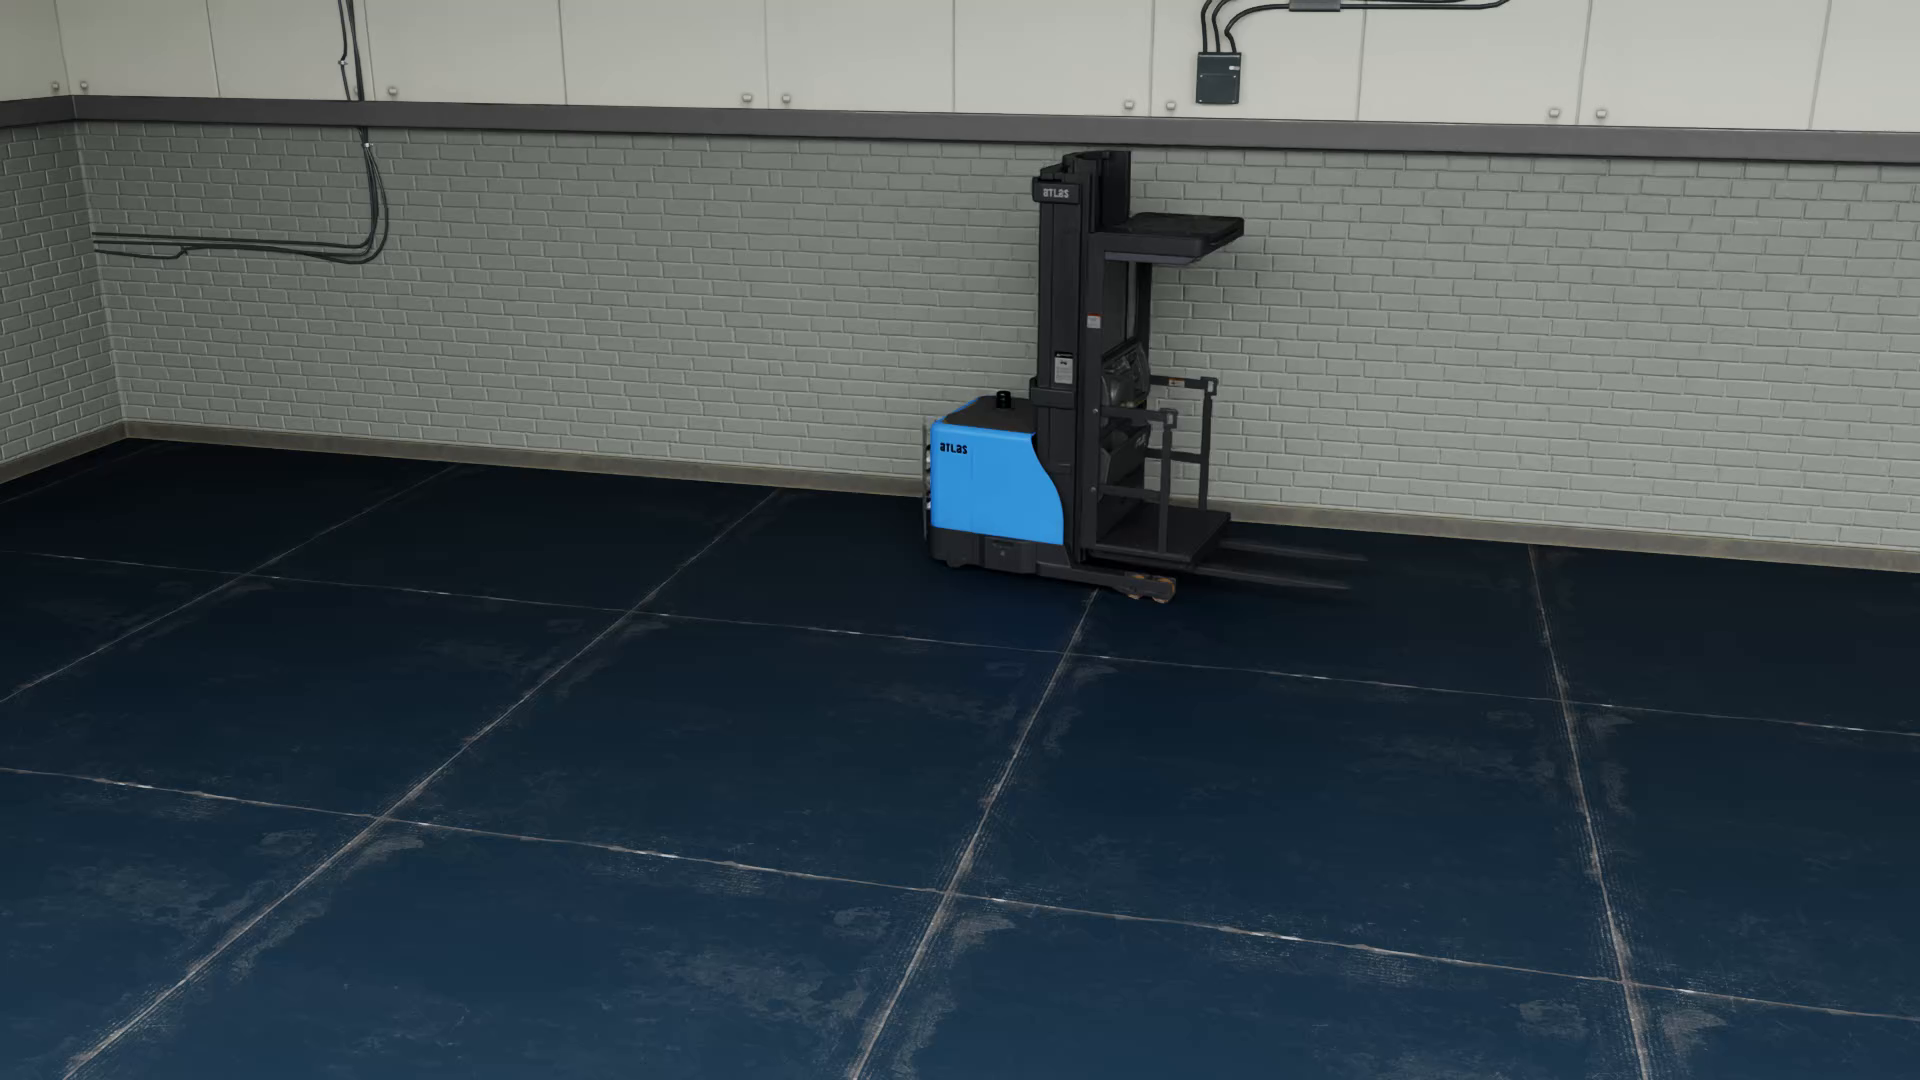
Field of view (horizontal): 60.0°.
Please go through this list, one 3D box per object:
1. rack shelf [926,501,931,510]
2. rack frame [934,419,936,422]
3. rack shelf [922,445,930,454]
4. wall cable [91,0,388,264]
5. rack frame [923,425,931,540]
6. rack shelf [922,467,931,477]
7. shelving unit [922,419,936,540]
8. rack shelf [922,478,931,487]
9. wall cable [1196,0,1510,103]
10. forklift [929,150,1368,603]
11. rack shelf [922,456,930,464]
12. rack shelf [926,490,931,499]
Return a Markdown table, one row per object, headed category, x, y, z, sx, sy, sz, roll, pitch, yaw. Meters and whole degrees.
| category | x | y | z | sx | sy | sz | roll | pitch | yaw |
| --- | --- | --- | --- | --- | --- | --- | --- | --- | --- |
| rack shelf | -0.127 | -0.243 | 12.667 | 0.258 | 0.077 | 0.200 | 8 | 20 | 21 |
| rack frame | -0.088 | -0.475 | 12.687 | 0.240 | 0.900 | 0.006 | 8 | 20 | 21 |
| rack shelf | -0.127 | -0.669 | 12.521 | 0.258 | 0.077 | 0.200 | 8 | 20 | 21 |
| wall cable | -6.359 | -3.622 | 14.174 | 3.097 | 2.526 | 0.112 | 5 | 19 | 13 |
| rack frame | -0.166 | -0.414 | 12.509 | 0.240 | 0.900 | 0.006 | 8 | 20 | 21 |
| rack shelf | -0.127 | -0.498 | 12.579 | 0.258 | 0.077 | 0.200 | 8 | 20 | 21 |
| shelving unit | -0.127 | -0.445 | 12.598 | 0.258 | 0.900 | 0.210 | 8 | 20 | 21 |
| rack shelf | -0.127 | -0.413 | 12.609 | 0.258 | 0.077 | 0.200 | 8 | 20 | 21 |
| wall cable | 2.843 | -5.946 | 10.913 | 2.305 | 6.003 | 0.169 | 5 | 19 | 13 |
| forklift | 1.337 | -1.150 | 11.520 | 3.031 | 2.935 | 1.130 | 8 | 20 | 22 |
| rack shelf | -0.127 | -0.584 | 12.550 | 0.258 | 0.077 | 0.200 | 8 | 20 | 21 |
| rack shelf | -0.127 | -0.328 | 12.638 | 0.258 | 0.077 | 0.200 | 8 | 20 | 21 |
